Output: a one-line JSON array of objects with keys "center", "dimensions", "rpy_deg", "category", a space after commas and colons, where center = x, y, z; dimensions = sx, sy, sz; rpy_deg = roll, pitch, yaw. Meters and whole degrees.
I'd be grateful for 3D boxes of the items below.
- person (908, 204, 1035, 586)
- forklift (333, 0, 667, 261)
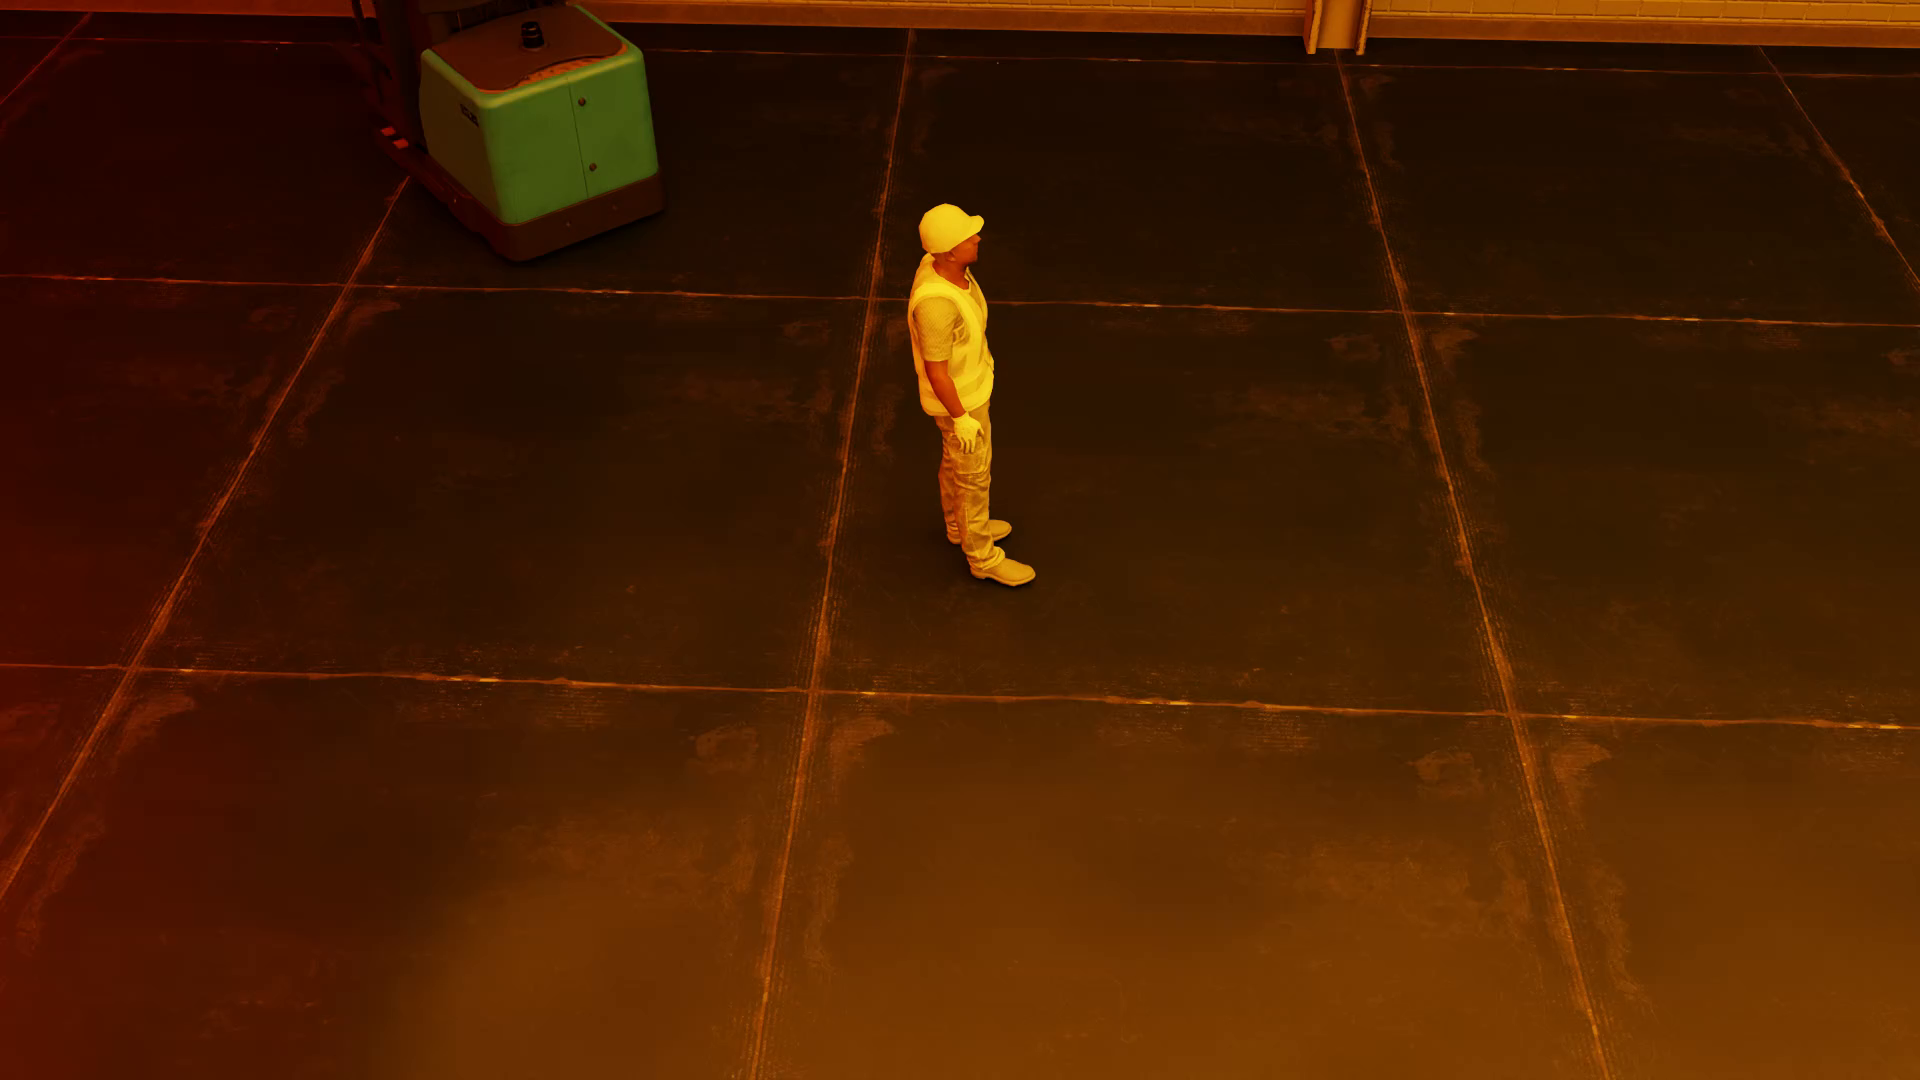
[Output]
[{"center": [0.072, -0.656, 7.302], "dimensions": [0.575, 1.784, 0.656], "rpy_deg": [2, 42, 2], "category": "person"}, {"center": [-3.068, -3.626, 9.714], "dimensions": [1.130, 2.935, 3.031], "rpy_deg": [-28, 49, -27], "category": "forklift"}]
